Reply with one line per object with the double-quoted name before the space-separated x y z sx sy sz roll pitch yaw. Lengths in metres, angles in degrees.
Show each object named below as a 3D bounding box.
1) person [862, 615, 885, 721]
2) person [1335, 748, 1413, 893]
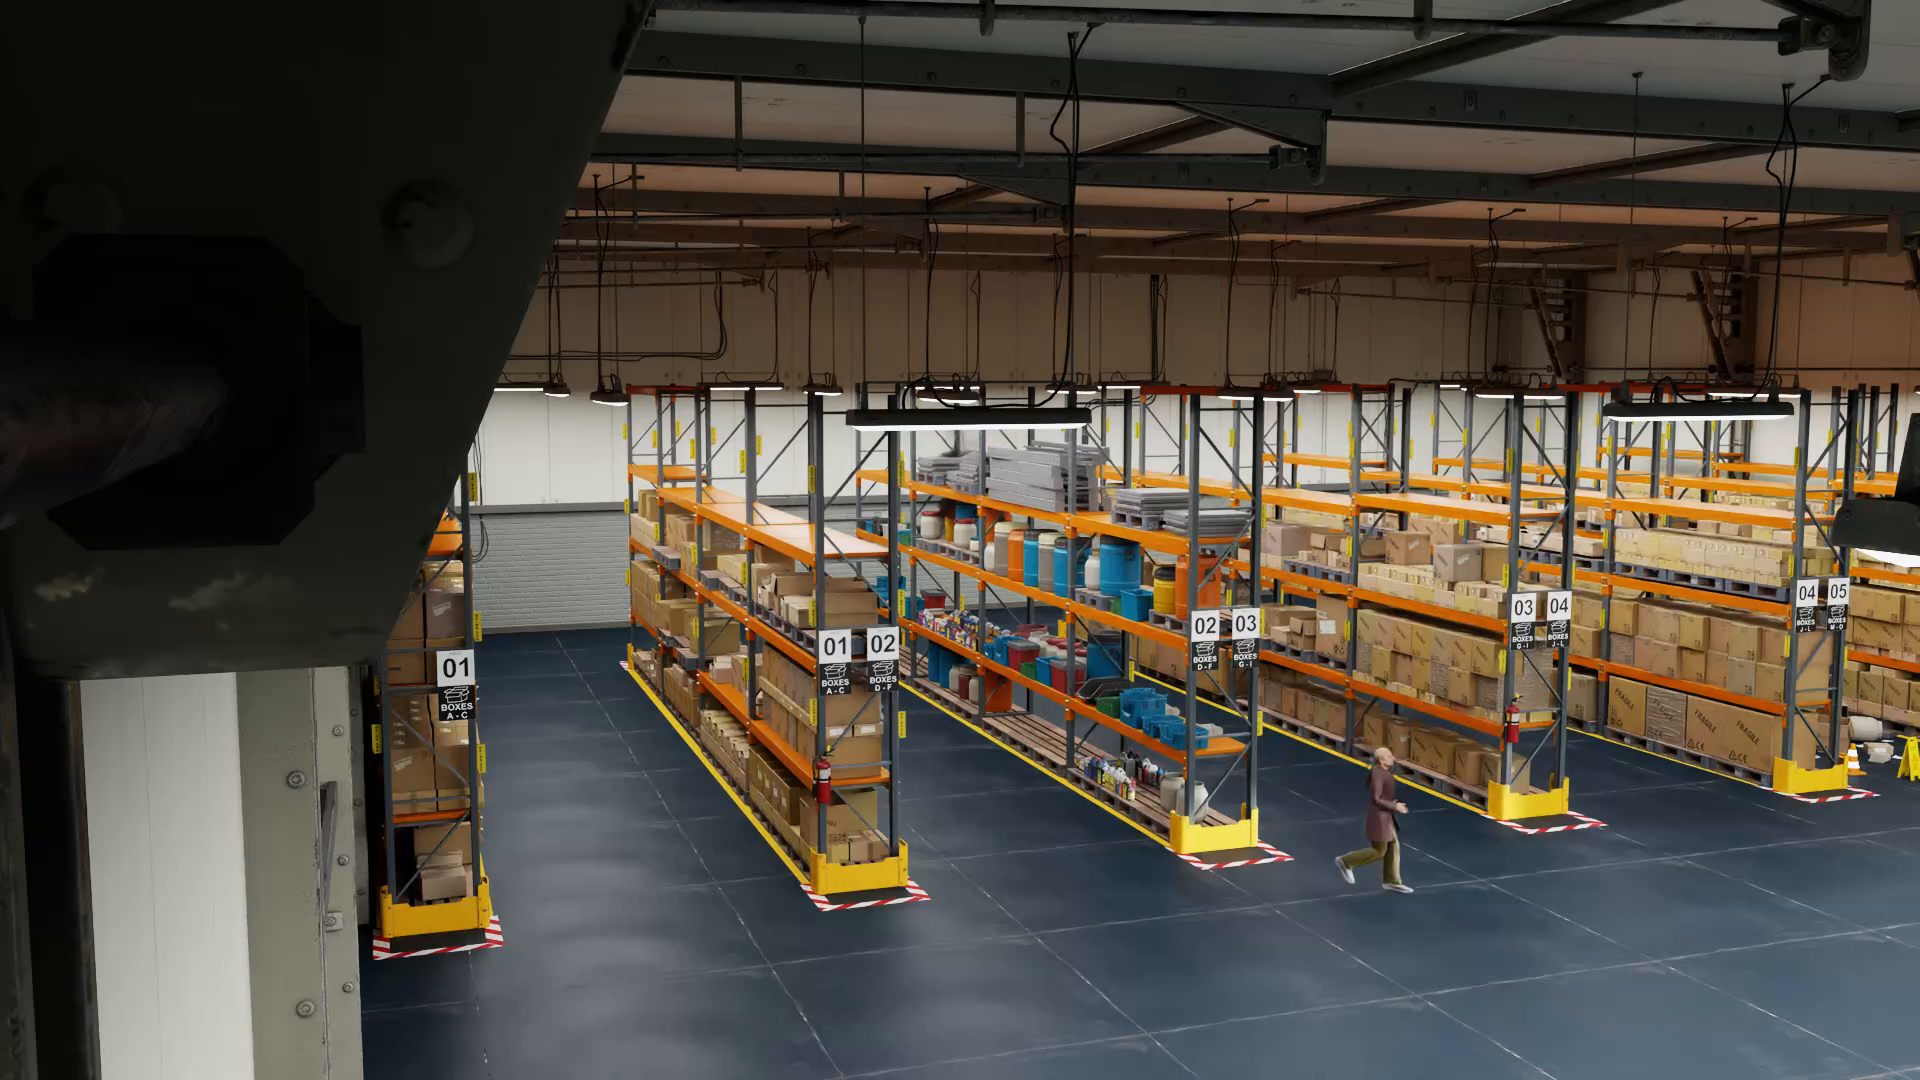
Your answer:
"person" -1.510 2.192 29.047 0.687 1.880 0.705 -3 7 -28
"person" 5.043 3.386 20.172 0.933 1.781 0.718 2 6 16
